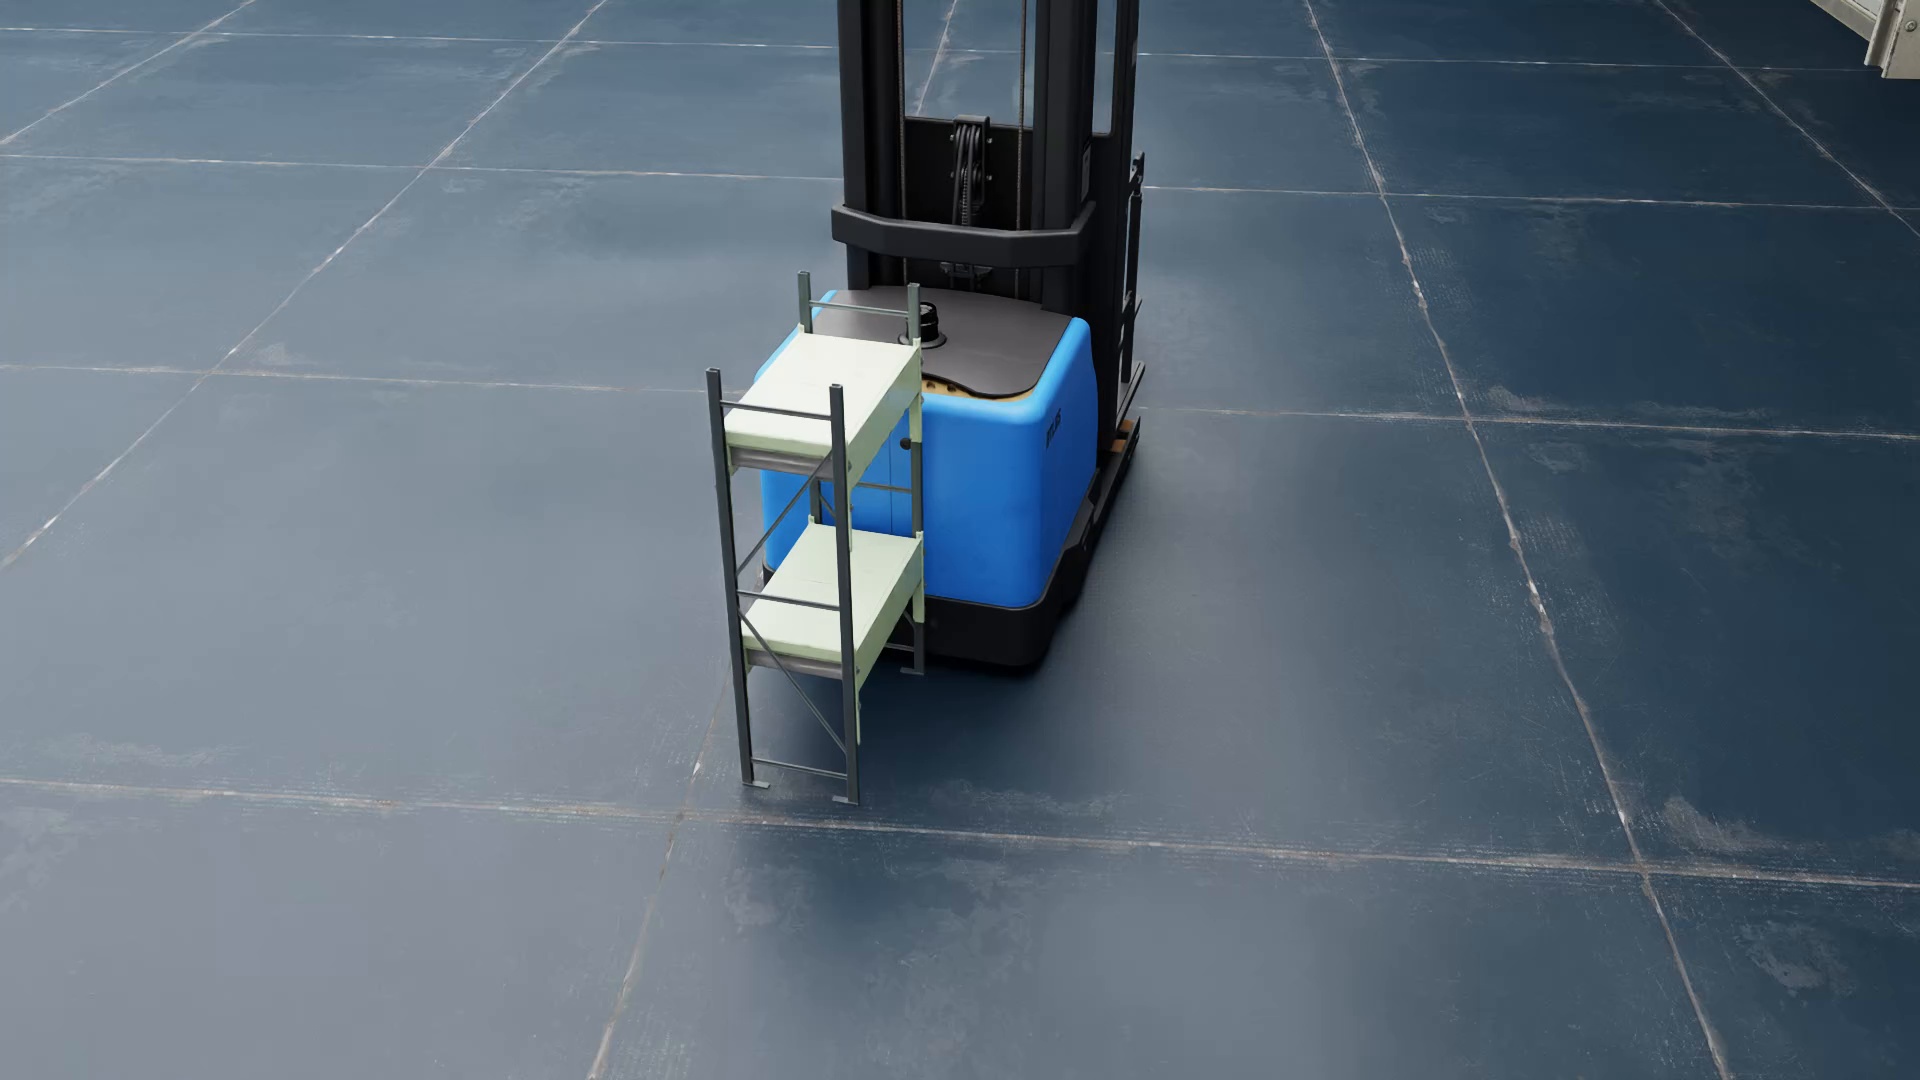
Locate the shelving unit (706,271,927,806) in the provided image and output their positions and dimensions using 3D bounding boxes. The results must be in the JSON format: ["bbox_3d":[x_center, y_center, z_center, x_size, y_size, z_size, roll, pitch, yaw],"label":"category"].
[{"bbox_3d":[-0.418,0.001,5.318,0.431,1.500,0.755,8,33,13],"label":"shelving unit"}]

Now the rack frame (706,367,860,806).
[{"bbox_3d":[-0.518,0.186,5.018,0.400,1.500,0.023,8,33,13],"label":"rack frame"}]

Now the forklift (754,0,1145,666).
[{"bbox_3d":[0.170,-1.566,6.498,1.130,2.935,3.031,8,33,13],"label":"forklift"}]

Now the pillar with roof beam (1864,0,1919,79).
[{"bbox_3d":[2.709,-7.526,10.385,9.100,9.000,0.400,2,32,4],"label":"pillar with roof beam"}]

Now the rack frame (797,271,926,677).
[{"bbox_3d":[-0.319,-0.184,5.618,0.400,1.500,0.023,8,33,13],"label":"rack frame"}]

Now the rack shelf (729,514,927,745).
[{"bbox_3d":[-0.418,0.279,5.489,0.431,0.370,0.720,8,33,13],"label":"rack shelf"}]

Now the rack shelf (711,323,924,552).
[{"bbox_3d":[-0.419,-0.331,5.114,0.431,0.370,0.720,8,33,13],"label":"rack shelf"}]
